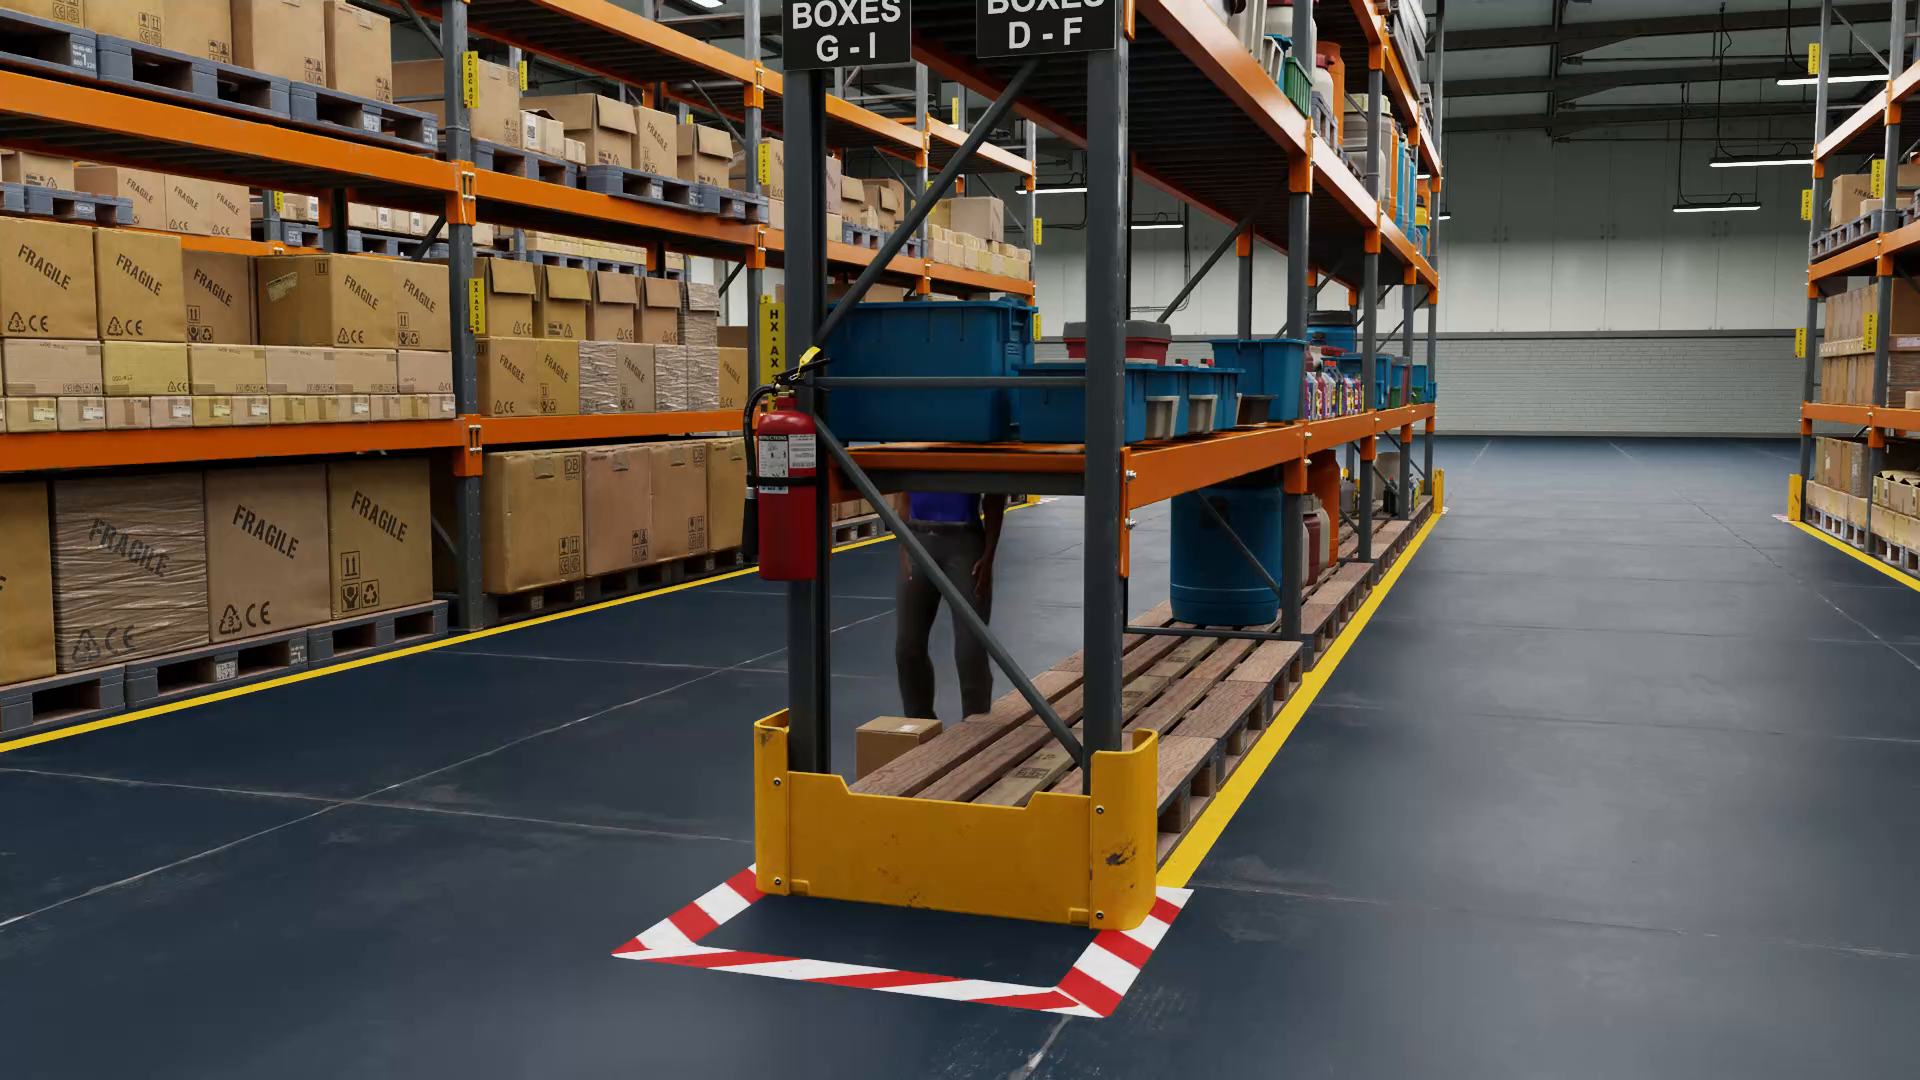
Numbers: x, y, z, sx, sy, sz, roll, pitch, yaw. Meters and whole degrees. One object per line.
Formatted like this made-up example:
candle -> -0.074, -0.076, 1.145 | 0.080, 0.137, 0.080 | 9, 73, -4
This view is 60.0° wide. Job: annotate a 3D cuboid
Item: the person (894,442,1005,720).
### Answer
person -> -0.037, 0.086, 6.562 | 0.448, 1.631, 0.342 | 2, 6, 20
